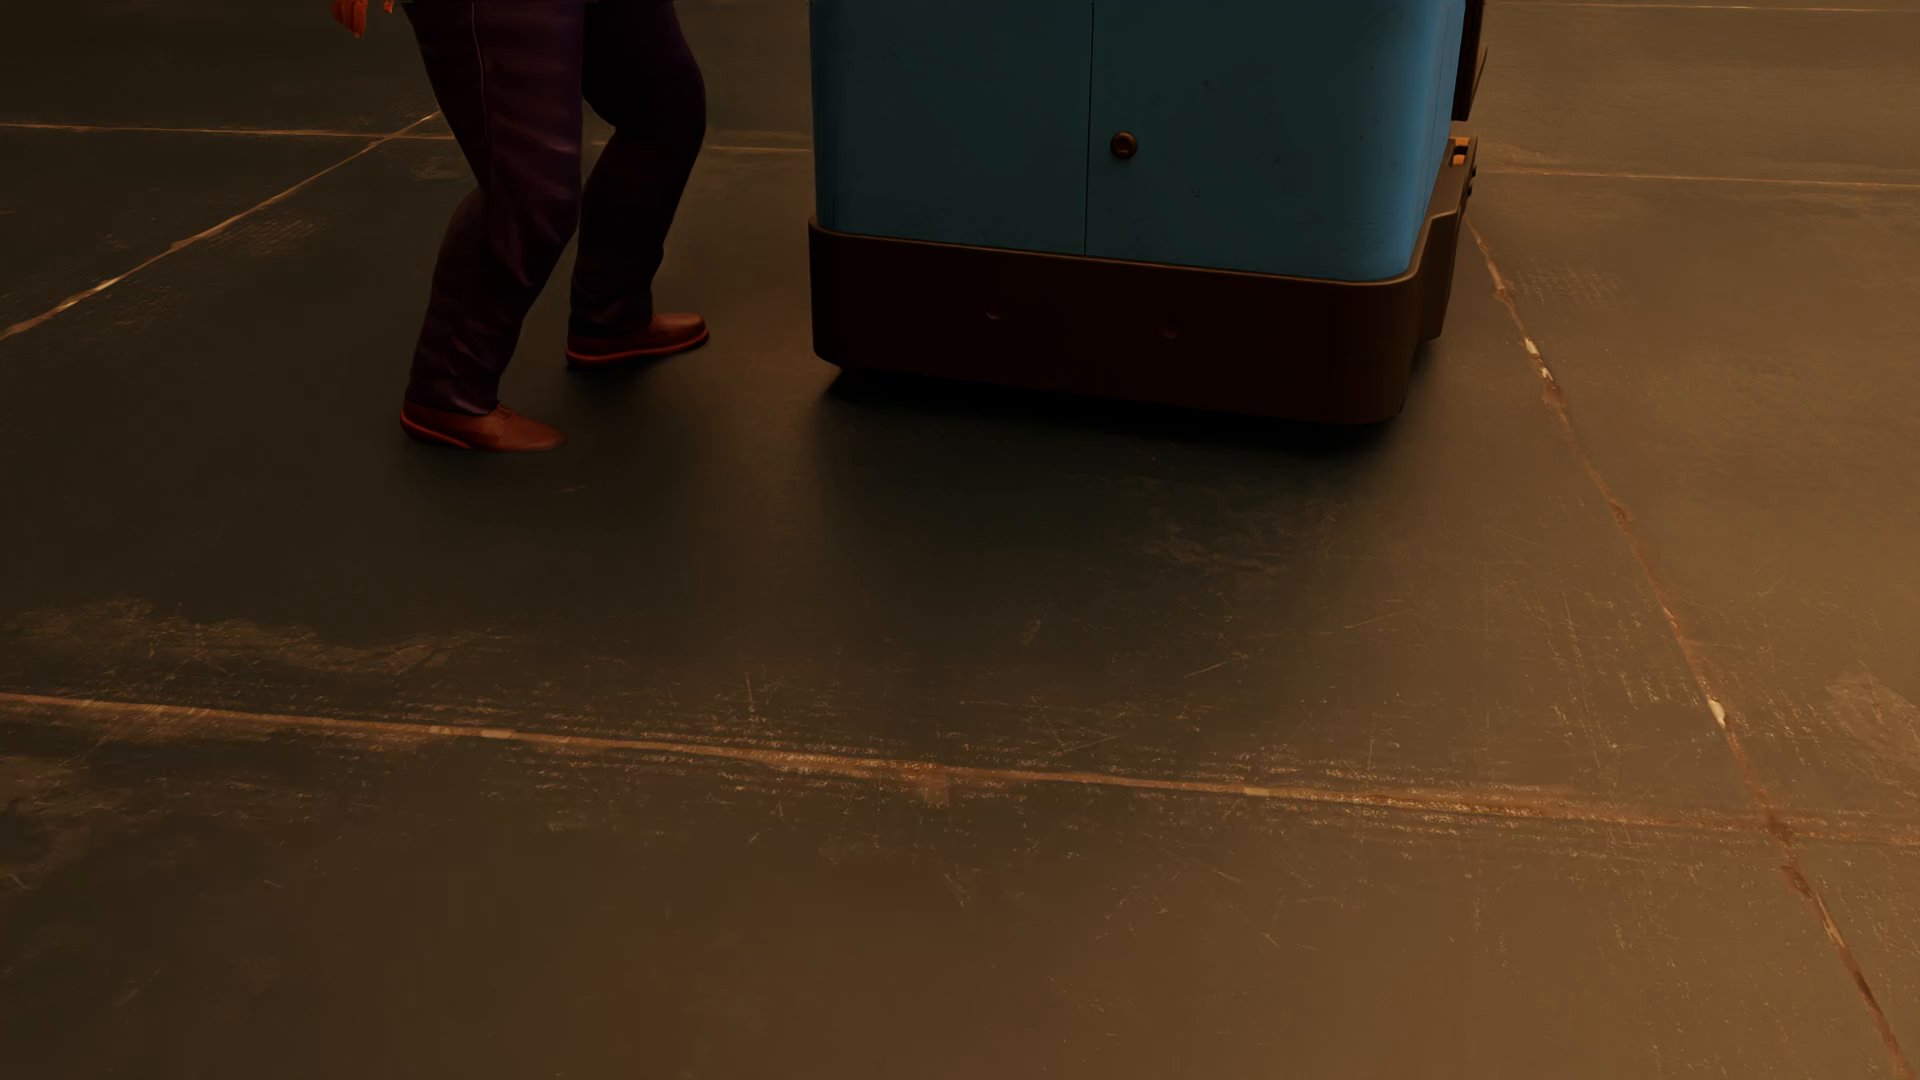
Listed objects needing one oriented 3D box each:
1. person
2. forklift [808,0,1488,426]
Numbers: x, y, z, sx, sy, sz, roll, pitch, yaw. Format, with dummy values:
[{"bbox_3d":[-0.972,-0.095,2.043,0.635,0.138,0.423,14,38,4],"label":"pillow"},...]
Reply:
[{"bbox_3d":[-0.710,-0.934,2.640,0.422,1.617,0.836,6,27,13],"label":"person"},{"bbox_3d":[0.681,-2.135,3.497,1.130,2.935,3.031,8,28,16],"label":"forklift"}]
